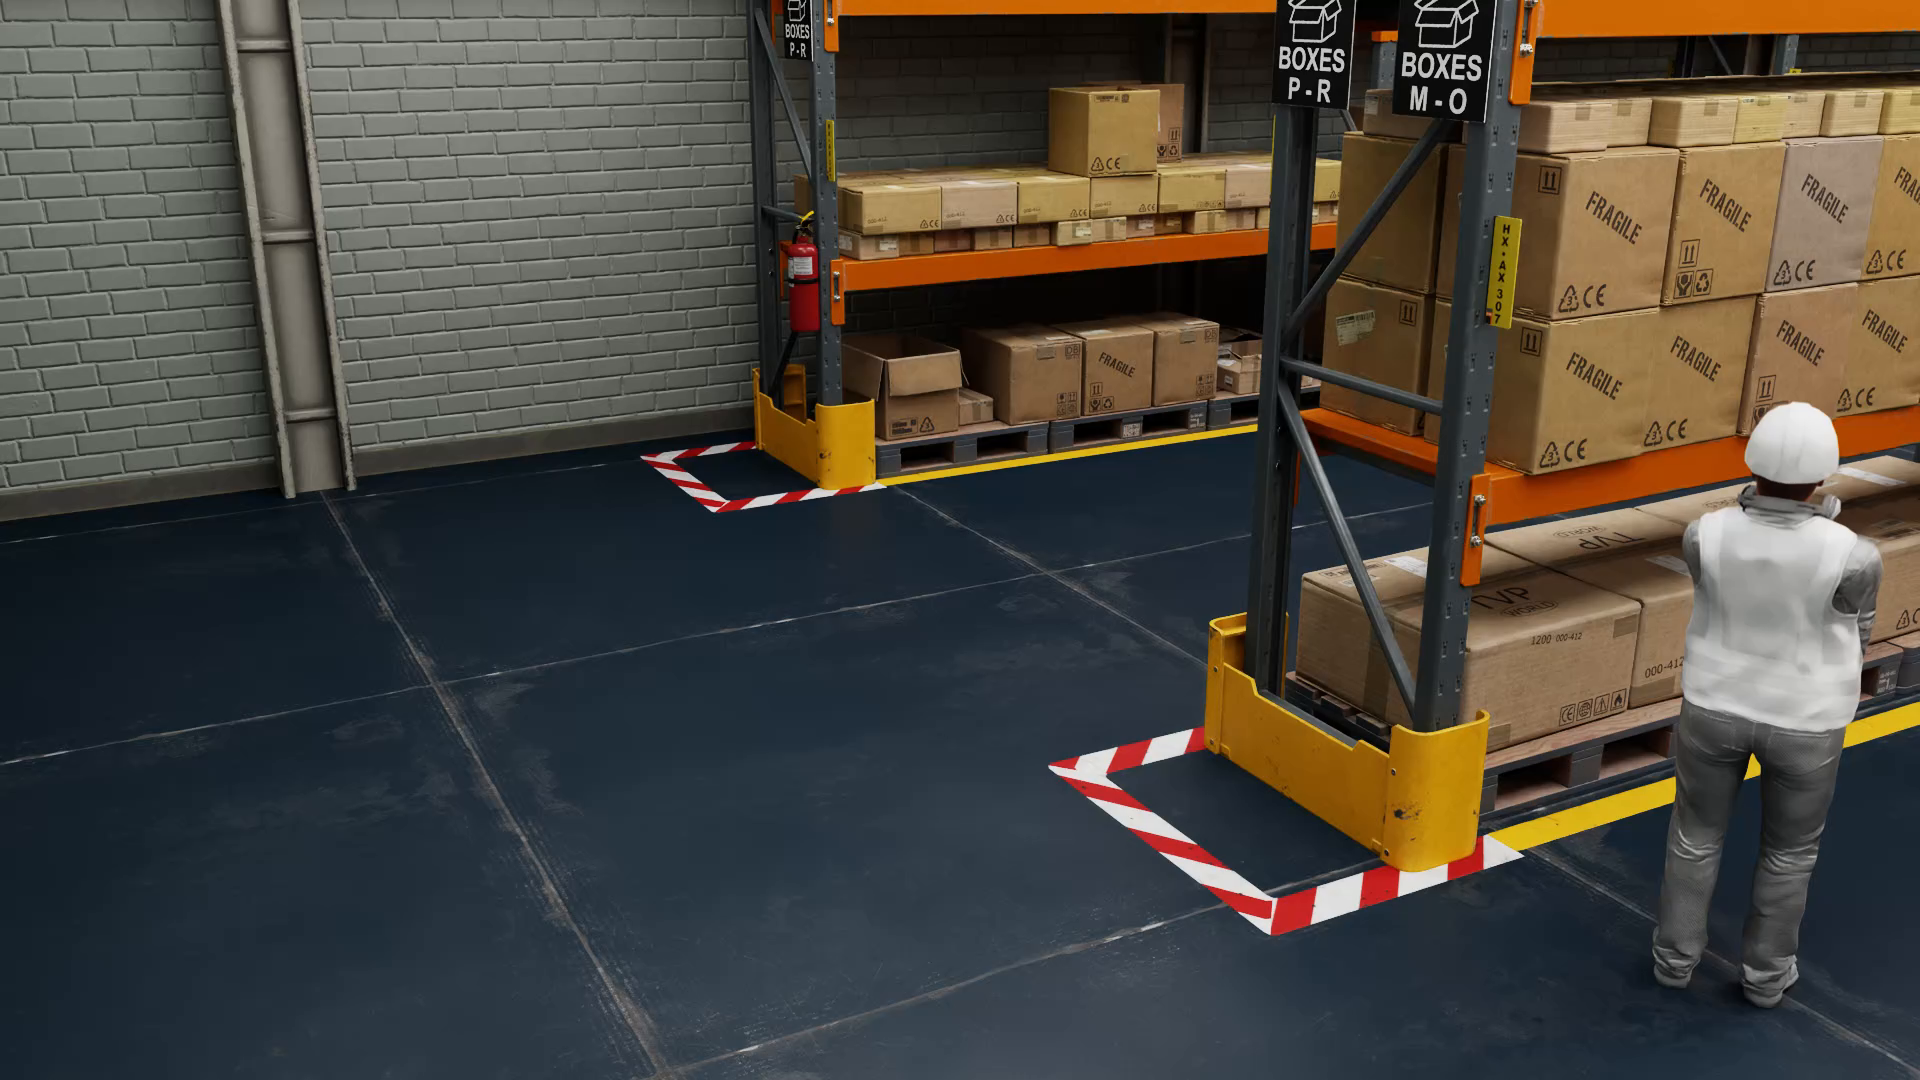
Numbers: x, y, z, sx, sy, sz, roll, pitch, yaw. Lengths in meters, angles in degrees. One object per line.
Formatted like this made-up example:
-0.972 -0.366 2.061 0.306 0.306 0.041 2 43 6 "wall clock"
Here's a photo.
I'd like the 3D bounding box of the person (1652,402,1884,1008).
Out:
2.265 0.445 4.687 0.494 1.762 0.559 13 22 34 "person"
